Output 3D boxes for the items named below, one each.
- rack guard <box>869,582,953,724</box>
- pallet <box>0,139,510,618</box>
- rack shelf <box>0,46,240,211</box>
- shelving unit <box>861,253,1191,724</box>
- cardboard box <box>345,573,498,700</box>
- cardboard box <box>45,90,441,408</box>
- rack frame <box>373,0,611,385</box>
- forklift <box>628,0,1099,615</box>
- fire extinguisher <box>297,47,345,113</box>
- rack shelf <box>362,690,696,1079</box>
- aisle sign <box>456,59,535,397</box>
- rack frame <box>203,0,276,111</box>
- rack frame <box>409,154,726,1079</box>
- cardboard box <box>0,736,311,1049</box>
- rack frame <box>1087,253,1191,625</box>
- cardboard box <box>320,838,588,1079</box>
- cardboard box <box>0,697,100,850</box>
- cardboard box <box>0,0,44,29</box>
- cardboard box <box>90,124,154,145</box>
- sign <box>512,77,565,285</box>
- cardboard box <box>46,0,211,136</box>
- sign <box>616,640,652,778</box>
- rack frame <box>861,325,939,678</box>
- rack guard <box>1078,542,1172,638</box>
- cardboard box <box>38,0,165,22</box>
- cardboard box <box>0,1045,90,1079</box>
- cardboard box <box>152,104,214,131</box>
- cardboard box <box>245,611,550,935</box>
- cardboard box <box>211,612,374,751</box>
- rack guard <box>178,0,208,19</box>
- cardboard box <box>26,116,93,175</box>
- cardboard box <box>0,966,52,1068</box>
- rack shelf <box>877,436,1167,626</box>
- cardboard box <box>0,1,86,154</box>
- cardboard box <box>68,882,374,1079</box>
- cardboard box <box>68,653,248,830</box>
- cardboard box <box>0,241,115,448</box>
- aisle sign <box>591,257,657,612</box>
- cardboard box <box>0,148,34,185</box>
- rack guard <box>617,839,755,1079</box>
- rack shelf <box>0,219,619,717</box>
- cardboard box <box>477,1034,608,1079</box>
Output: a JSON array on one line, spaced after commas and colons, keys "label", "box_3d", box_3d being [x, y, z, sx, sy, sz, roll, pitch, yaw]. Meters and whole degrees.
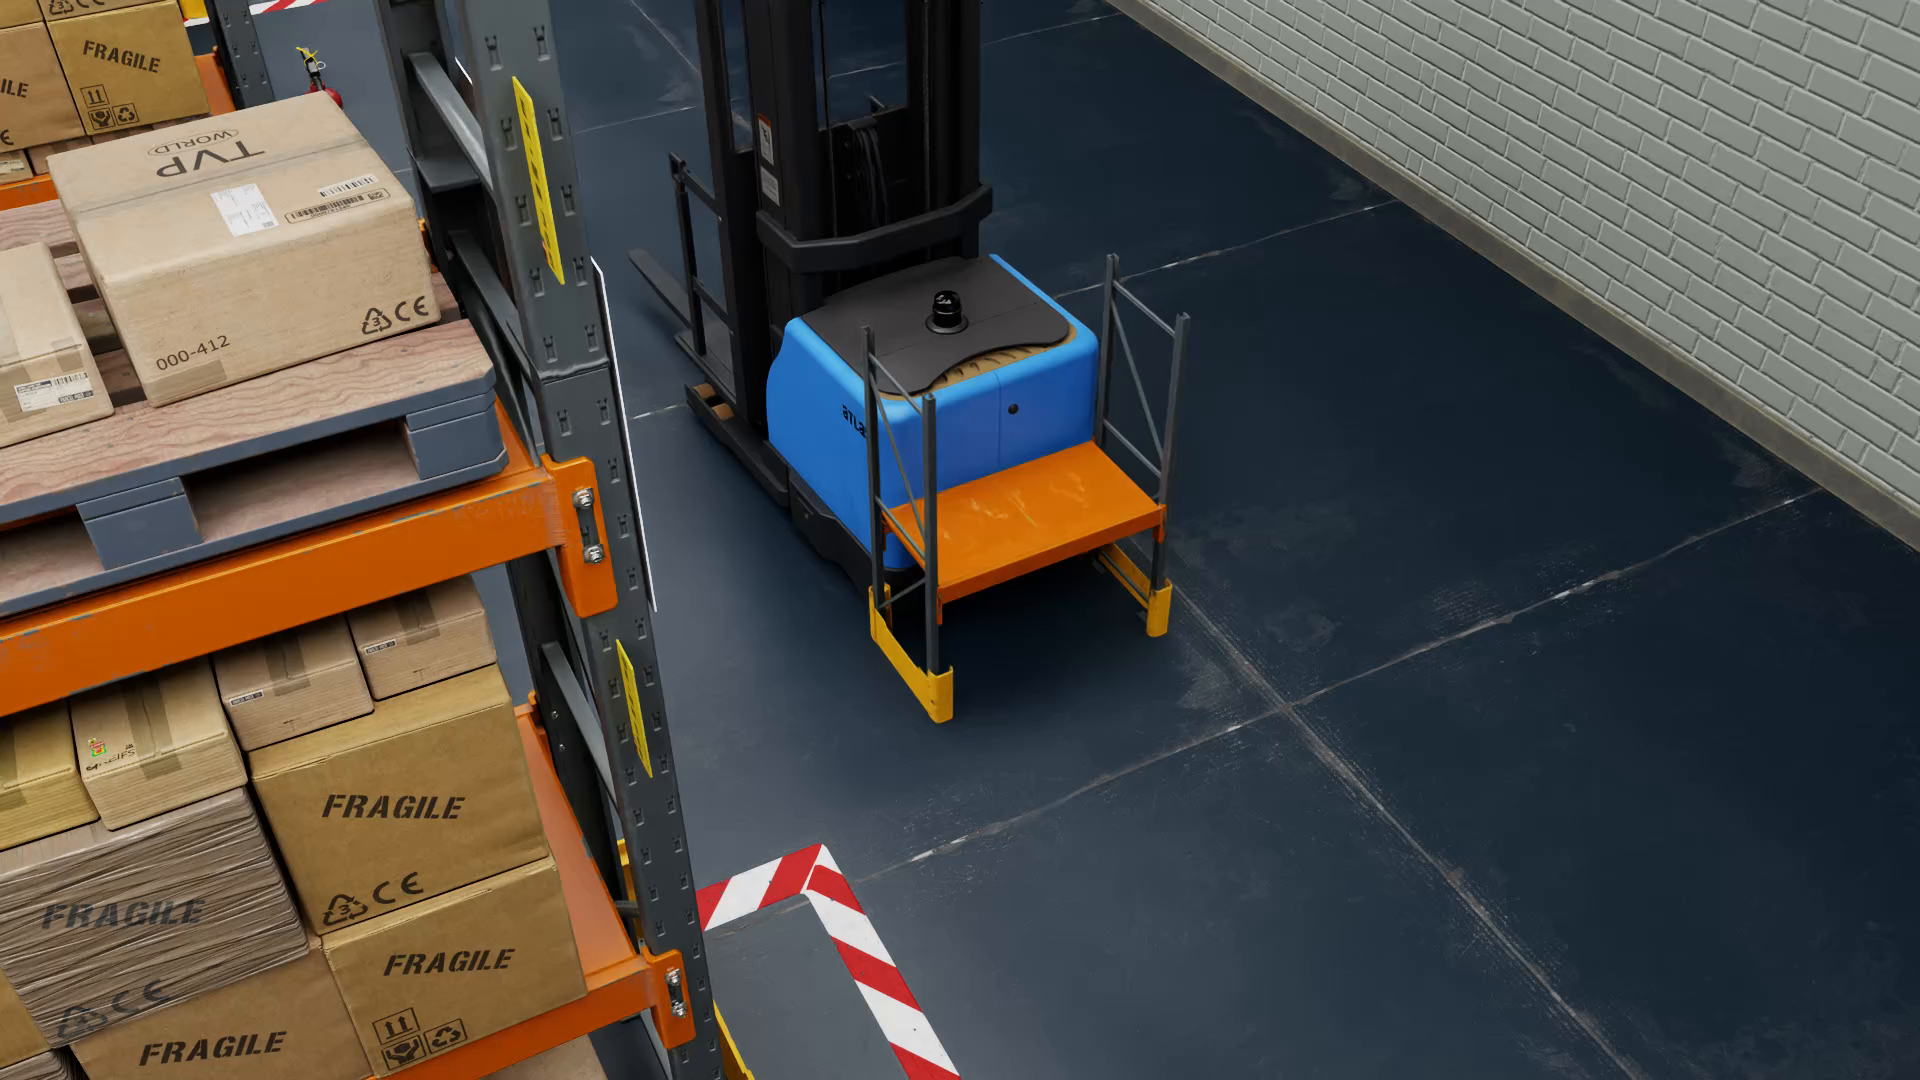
[{"label": "rack guard", "box_3d": [-0.195, 0.439, 6.538, 0.087, 0.250, 0.587, -19, 44, -22]}, {"label": "pallet", "box_3d": [-1.565, -0.316, 3.049, 1.213, 0.211, 1.003, -19, 44, -21]}, {"label": "rack shelf", "box_3d": [-5.062, -1.368, 7.101, 4.000, 0.370, 1.077, -19, 44, -21]}, {"label": "shelving unit", "box_3d": [0.242, -0.193, 6.317, 1.083, 1.500, 0.587, -19, 44, -22]}, {"label": "cardboard box", "box_3d": [-1.137, 0.122, 3.431, 0.250, 0.149, 0.380, -18, 43, -20]}, {"label": "cardboard box", "box_3d": [-1.269, -0.533, 2.950, 0.500, 0.250, 0.500, -23, 45, -24]}, {"label": "rack frame", "box_3d": [-0.912, -1.722, 2.320, 0.127, 3.000, 1.000, -19, 44, -21]}, {"label": "forklift", "box_3d": [-0.644, -1.739, 7.036, 1.130, 2.935, 3.031, -22, 45, -24]}, {"label": "fire extinguisher", "box_3d": [-2.851, -1.878, 7.495, 0.183, 0.674, 0.296, -19, 44, -21]}, {"label": "rack shelf", "box_3d": [-2.685, 1.439, 3.785, 4.000, 0.370, 1.077, -19, 44, -21]}, {"label": "aisle sign", "box_3d": [-0.982, -0.613, 3.640, 0.004, 0.787, 0.394, -19, 44, -21]}, {"label": "rack frame", "box_3d": [-3.288, -2.239, 7.573, 0.127, 3.000, 1.000, -19, 44, -21]}, {"label": "rack frame", "box_3d": [-0.912, 0.567, 4.258, 0.127, 3.000, 1.000, -19, 44, -21]}, {"label": "cardboard box", "box_3d": [-1.679, 0.601, 3.367, 0.500, 0.500, 0.500, -18, 44, -20]}, {"label": "rack frame", "box_3d": [0.680, -0.348, 6.500, 0.032, 1.500, 0.500, -19, 44, -22]}, {"label": "cardboard box", "box_3d": [-1.217, 0.825, 3.877, 0.500, 0.500, 0.500, -18, 44, -20]}, {"label": "cardboard box", "box_3d": [-1.784, 0.388, 3.116, 0.250, 0.149, 0.380, -18, 43, -20]}, {"label": "cardboard box", "box_3d": [-4.028, -2.342, 6.614, 0.500, 0.500, 0.500, -20, 44, -22]}, {"label": "cardboard box", "box_3d": [-3.684, -1.831, 7.286, 0.250, 0.149, 0.380, -19, 44, -21]}, {"label": "sign", "box_3d": [-0.673, -0.570, 2.656, 0.005, 0.325, 0.100, -19, 44, -21]}, {"label": "cardboard box", "box_3d": [-3.567, -2.109, 7.112, 0.500, 0.500, 0.500, -18, 43, -20]}, {"label": "sign", "box_3d": [-0.673, 0.350, 3.435, 0.005, 0.325, 0.100, -19, 44, -21]}, {"label": "rack frame", "box_3d": [-0.212, -0.032, 6.127, 0.032, 1.500, 0.500, -19, 44, -22]}, {"label": "rack guard", "box_3d": [0.679, 0.129, 6.904, 0.087, 0.250, 0.587, -19, 44, -22]}, {"label": "cardboard box", "box_3d": [-3.579, -2.493, 6.792, 0.500, 0.500, 0.500, -19, 44, -22]}, {"label": "cardboard box", "box_3d": [-2.121, 1.125, 3.522, 0.500, 0.500, 0.500, -17, 43, -19]}, {"label": "cardboard box", "box_3d": [-3.446, -1.884, 7.348, 0.250, 0.149, 0.380, -19, 44, -21]}, {"label": "cardboard box", "box_3d": [-1.229, 0.428, 3.572, 0.500, 0.500, 0.500, -17, 43, -19]}, {"label": "cardboard box", "box_3d": [-1.351, 0.211, 3.325, 0.250, 0.149, 0.380, -18, 43, -20]}, {"label": "rack guard", "box_3d": [-5.468, -4.164, 11.783, 0.348, 0.500, 1.175, -19, 44, -21]}, {"label": "cardboard box", "box_3d": [-3.900, -1.748, 7.187, 0.250, 0.149, 0.380, -19, 44, -21]}, {"label": "cardboard box", "box_3d": [-2.119, 0.746, 3.195, 0.500, 0.500, 0.500, -19, 44, -21]}, {"label": "rack shelf", "box_3d": [0.234, -0.053, 6.430, 1.000, 0.185, 0.538, -19, 44, -22]}, {"label": "cardboard box", "box_3d": [-4.027, -1.958, 6.934, 0.500, 0.500, 0.500, -19, 44, -21]}, {"label": "cardboard box", "box_3d": [-1.669, 0.966, 3.710, 0.500, 0.500, 0.500, -20, 44, -22]}, {"label": "cardboard box", "box_3d": [-1.541, 0.337, 3.177, 0.250, 0.149, 0.380, -19, 44, -21]}, {"label": "cardboard box", "box_3d": [-1.604, -0.323, 2.781, 0.250, 0.149, 0.380, -22, 45, -24]}, {"label": "aisle sign", "box_3d": [-0.705, -0.269, 3.234, 0.004, 0.787, 0.394, -19, 44, -21]}, {"label": "cardboard box", "box_3d": [-4.115, -1.658, 7.082, 0.250, 0.149, 0.380, -17, 43, -20]}, {"label": "rack guard", "box_3d": [-0.890, 1.514, 5.074, 0.348, 0.500, 1.175, -19, 44, -21]}, {"label": "rack shelf", "box_3d": [-2.685, 0.294, 2.816, 4.000, 0.370, 1.077, -19, 44, -21]}, {"label": "cardboard box", "box_3d": [-1.451, 1.639, 4.650, 0.875, 0.438, 0.875, -20, 44, -22]}]
